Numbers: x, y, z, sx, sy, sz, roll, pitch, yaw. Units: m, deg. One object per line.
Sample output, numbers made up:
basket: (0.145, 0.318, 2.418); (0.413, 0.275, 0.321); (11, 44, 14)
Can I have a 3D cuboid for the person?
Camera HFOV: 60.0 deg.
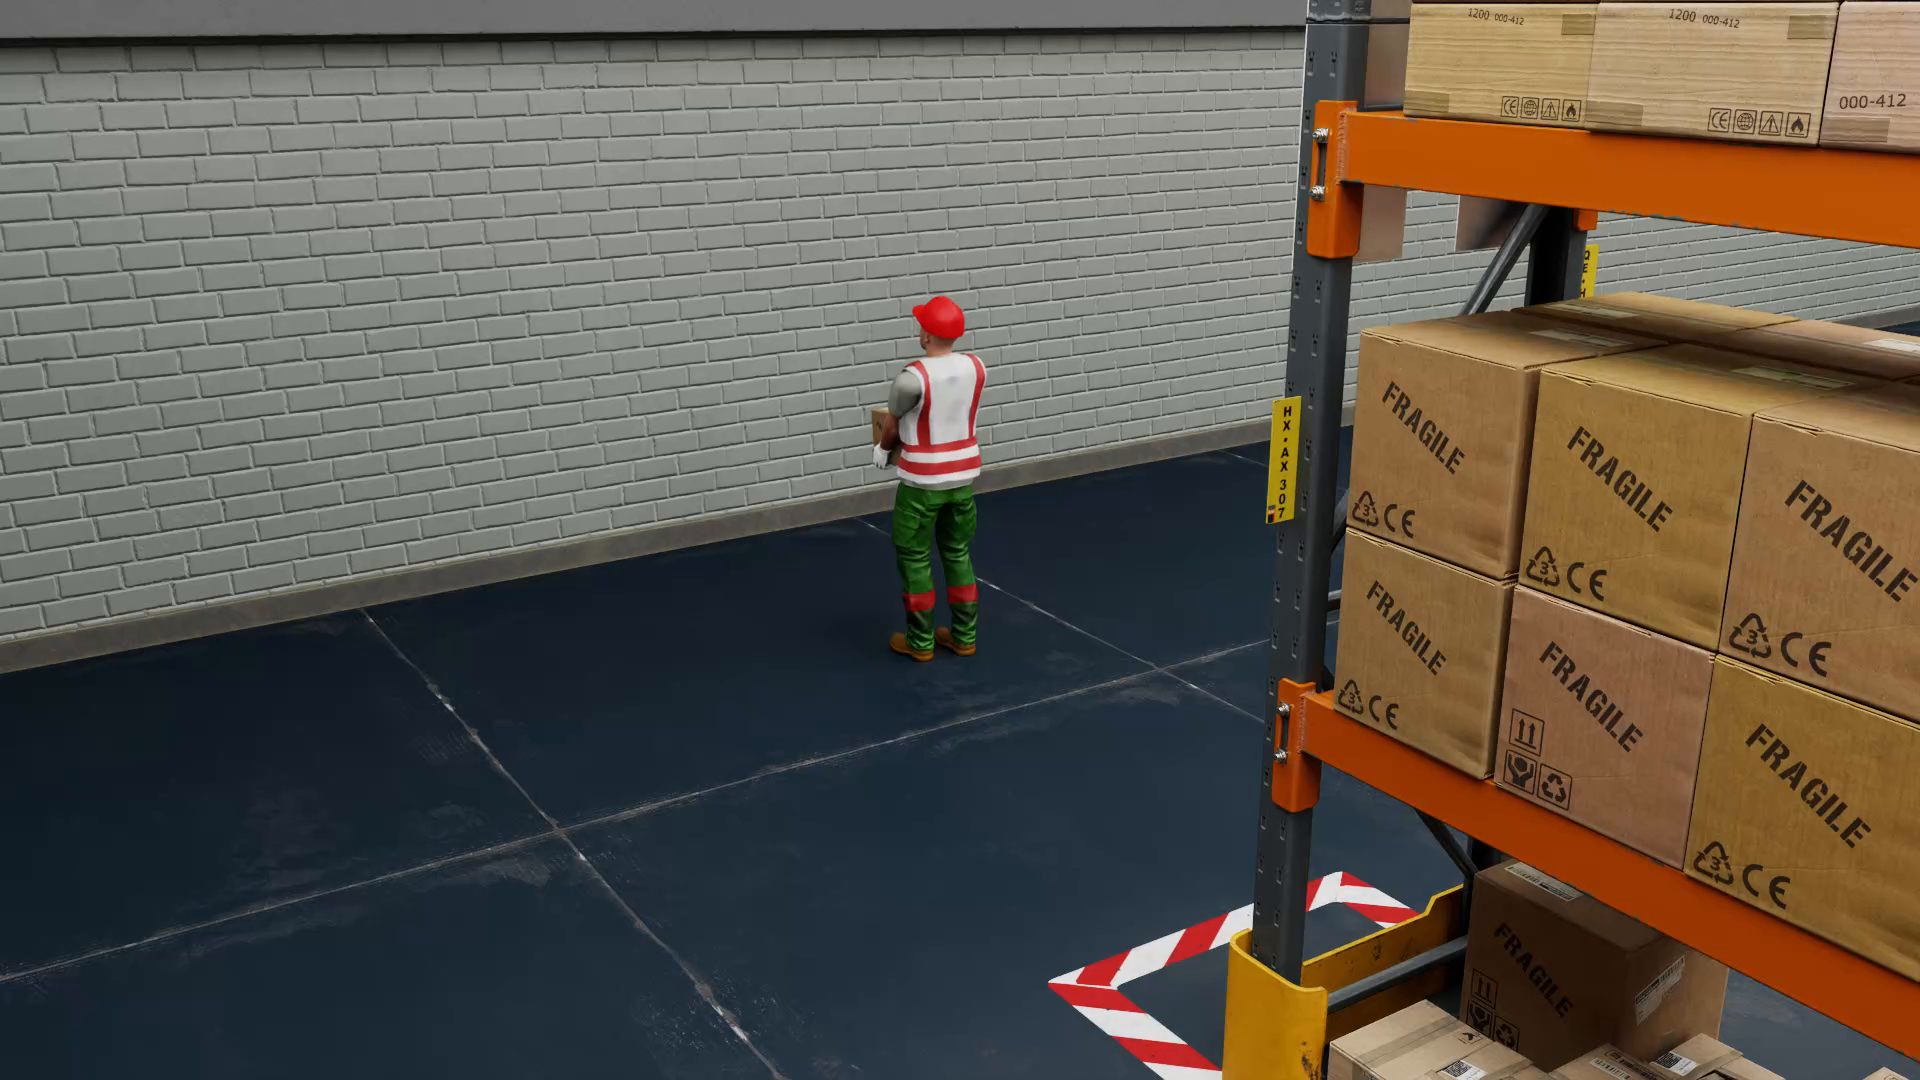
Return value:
person: (-0.171, -0.305, 7.971); (0.493, 1.782, 0.572); (-11, 21, -31)
